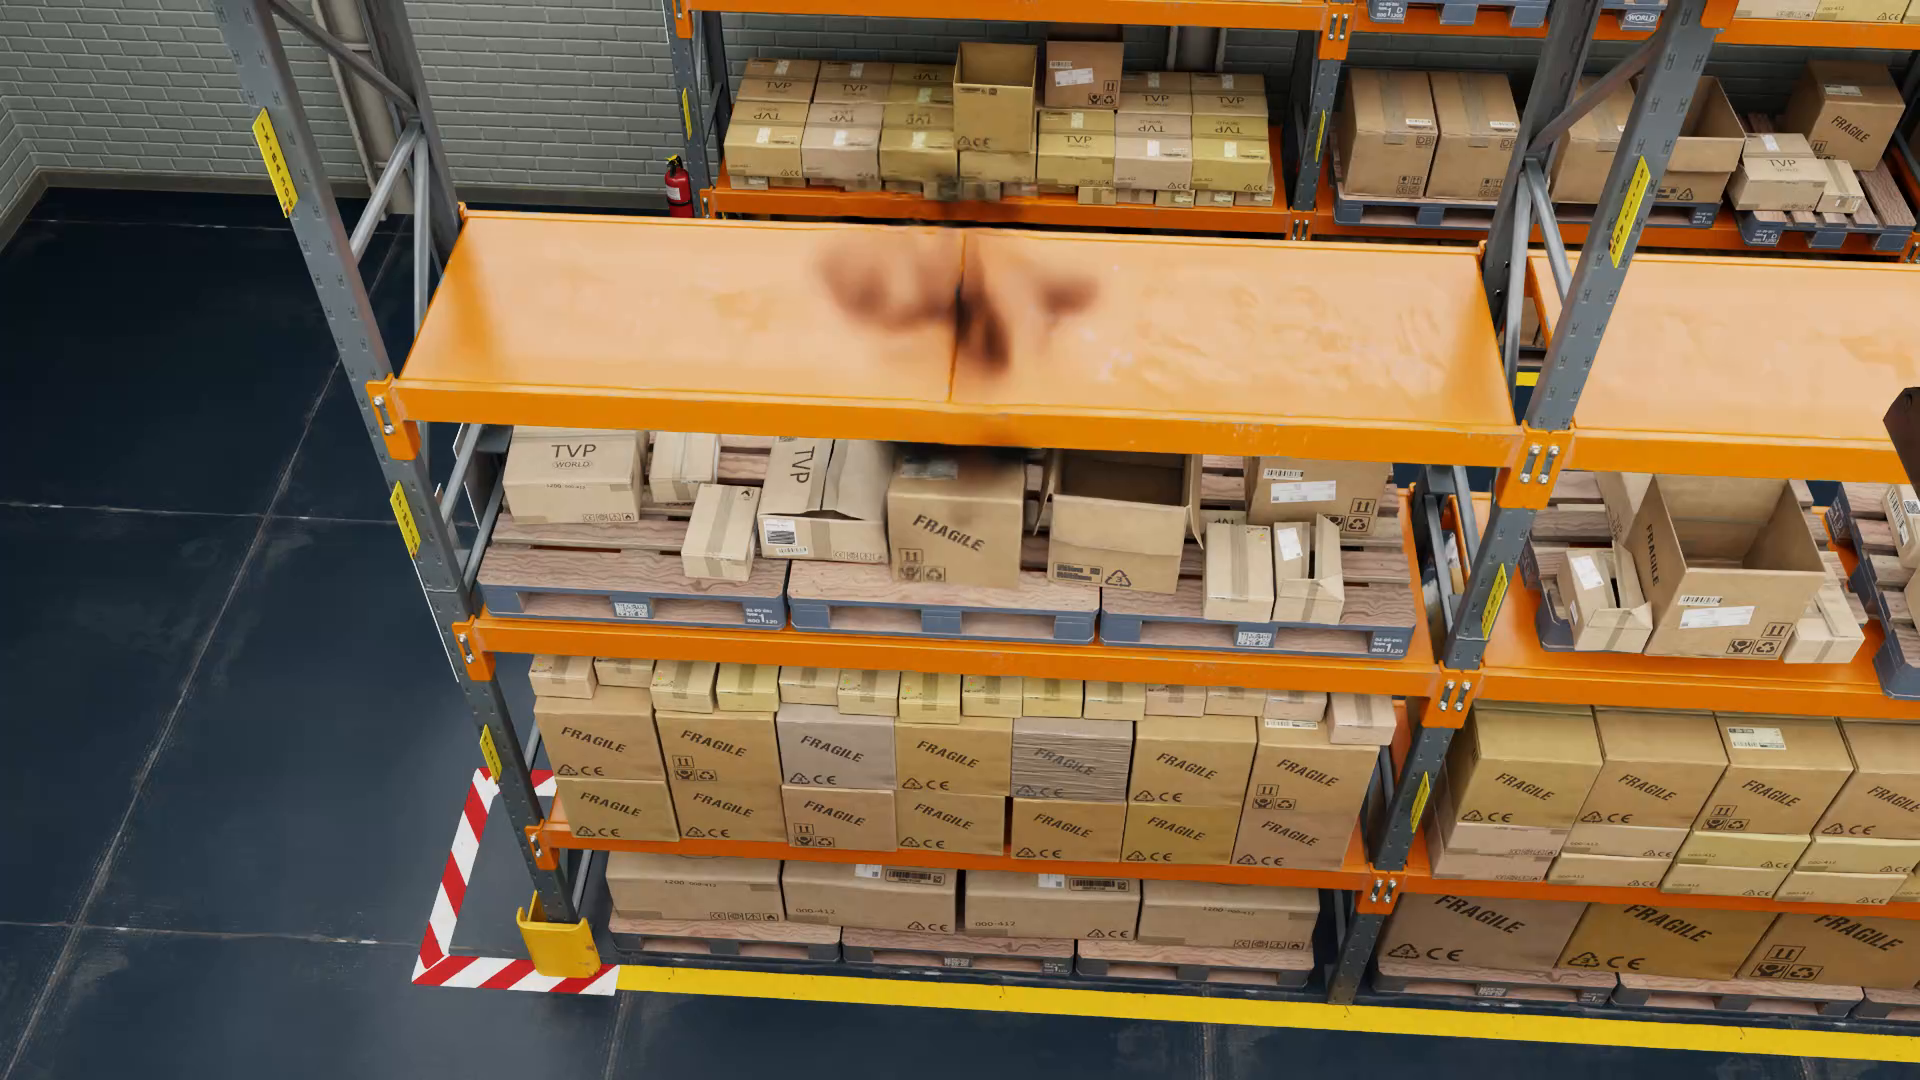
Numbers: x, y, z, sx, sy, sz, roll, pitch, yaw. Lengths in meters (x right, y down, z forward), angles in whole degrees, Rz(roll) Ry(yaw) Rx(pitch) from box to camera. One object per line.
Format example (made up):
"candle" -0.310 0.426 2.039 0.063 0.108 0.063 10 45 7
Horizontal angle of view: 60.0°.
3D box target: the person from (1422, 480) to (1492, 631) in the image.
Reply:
"person" 2.797 0.306 9.264 0.659 1.690 0.659 -2 48 -2
